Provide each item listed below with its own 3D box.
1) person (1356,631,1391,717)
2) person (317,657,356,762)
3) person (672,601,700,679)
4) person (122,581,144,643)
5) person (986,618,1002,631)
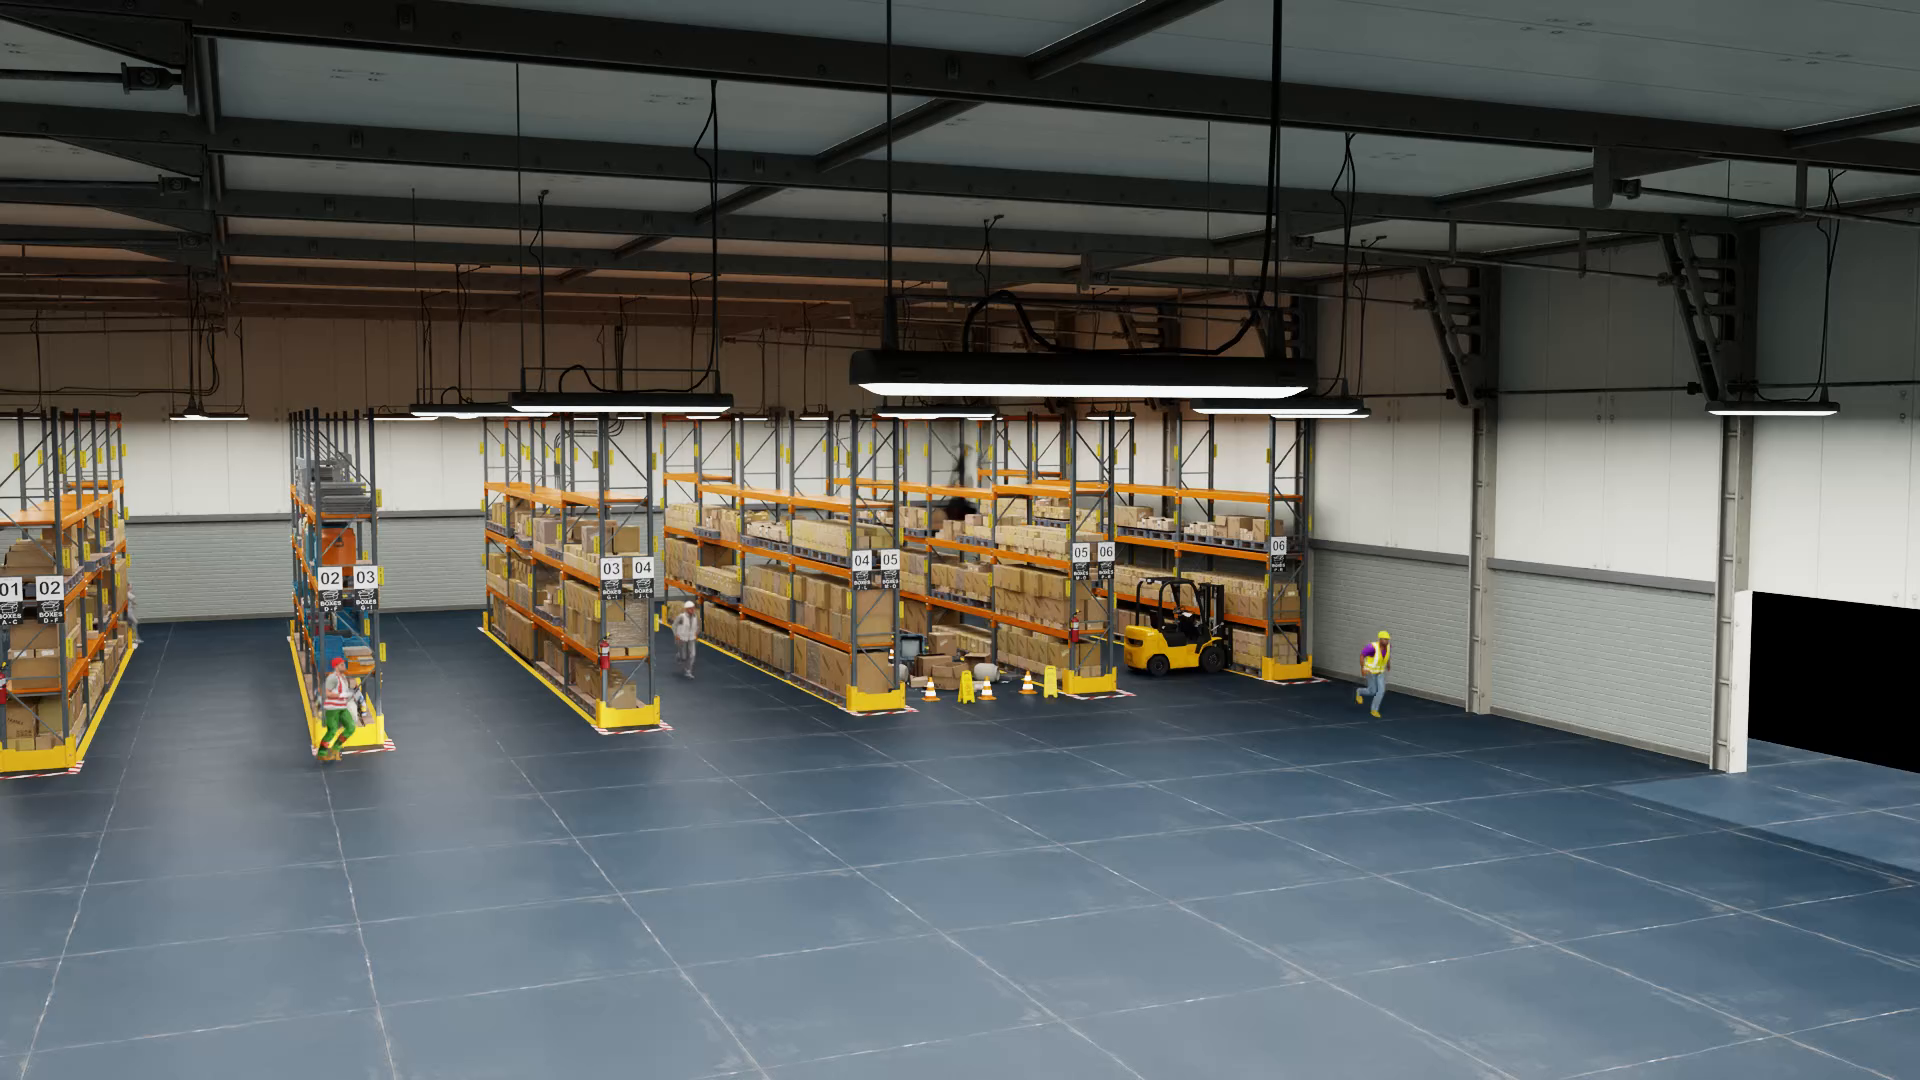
[{"bbox_3d":[8.141,2.610,32.709,0.700,1.698,0.898,-2,5,-30],"label":"person"},{"bbox_3d":[-10.508,2.873,28.182,0.675,1.779,0.658,1,4,11],"label":"person"},{"bbox_3d":[-6.215,2.245,37.658,0.673,1.753,0.798,-3,5,-33],"label":"person"},{"bbox_3d":[-21.705,1.891,43.295,0.765,1.630,0.612,-1,4,-11],"label":"person"},{"bbox_3d":[0.899,1.856,43.650,0.627,1.698,0.761,-2,5,-28],"label":"person"}]
